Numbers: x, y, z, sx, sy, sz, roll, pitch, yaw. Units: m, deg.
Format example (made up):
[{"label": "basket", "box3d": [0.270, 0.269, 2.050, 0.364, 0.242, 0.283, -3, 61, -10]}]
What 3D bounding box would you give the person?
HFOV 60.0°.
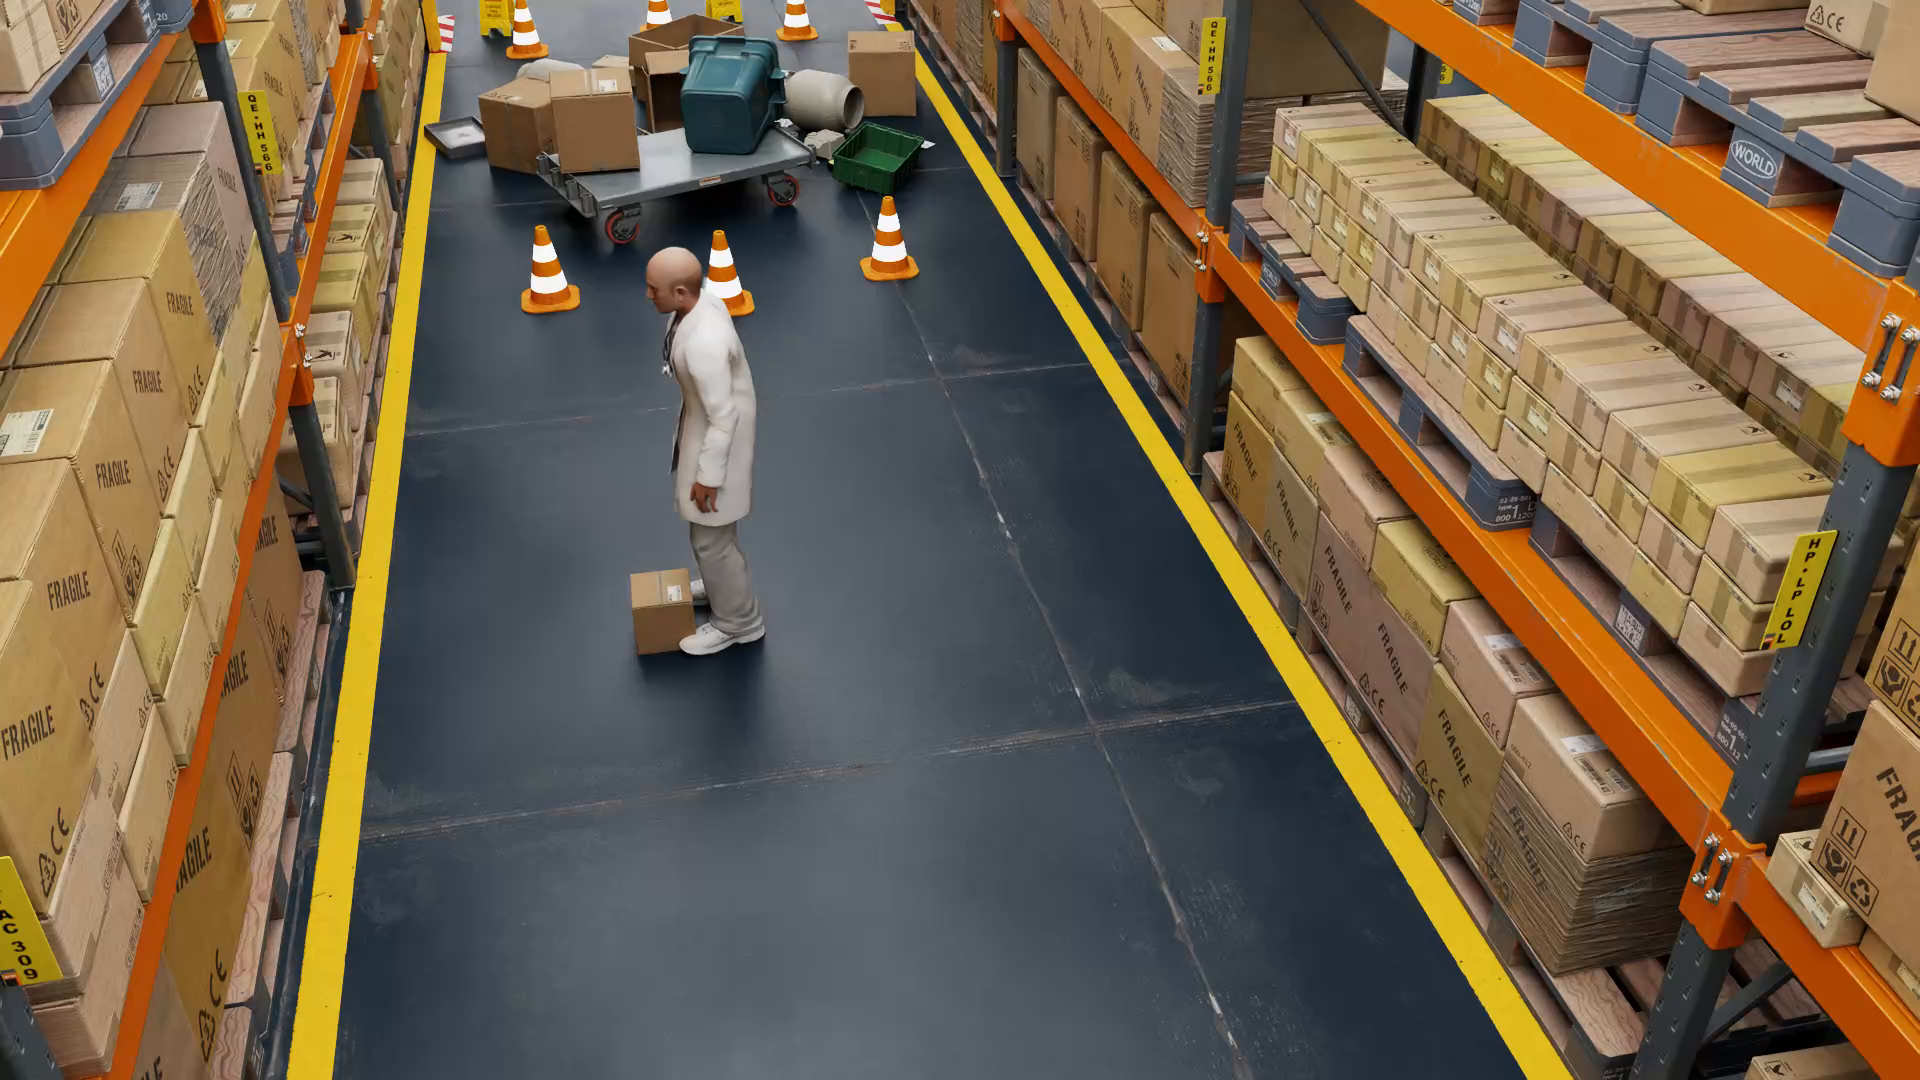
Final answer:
[{"label": "person", "box3d": [-1.020, -0.364, 6.697, 0.418, 1.774, 0.646, -7, 35, -11]}]
